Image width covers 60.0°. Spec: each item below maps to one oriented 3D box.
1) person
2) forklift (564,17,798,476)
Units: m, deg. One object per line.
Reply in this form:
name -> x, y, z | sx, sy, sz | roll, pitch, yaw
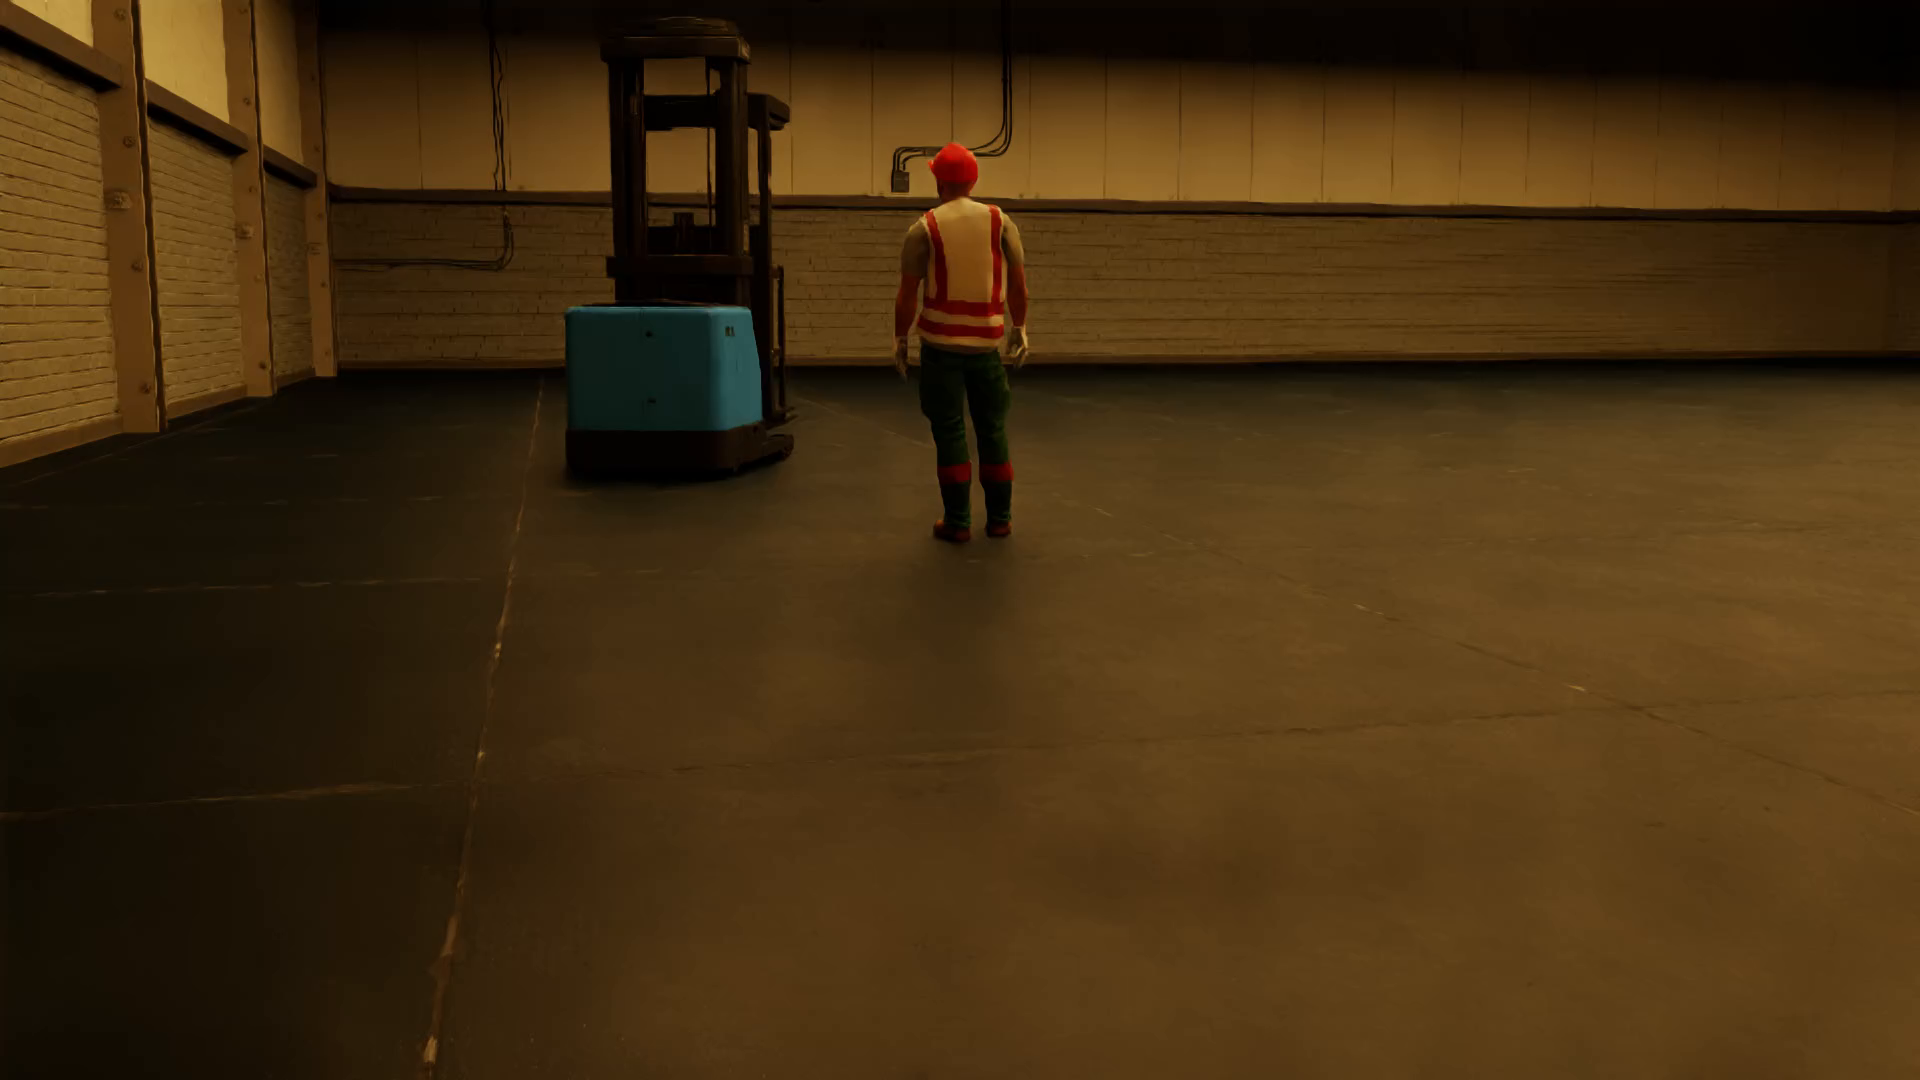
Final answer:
person -> -0.008, -0.904, 7.662 | 0.637, 1.787, 0.563 | -2, 8, -13
forklift -> -1.801, -2.032, 11.650 | 1.130, 2.935, 3.031 | 1, 8, 6
